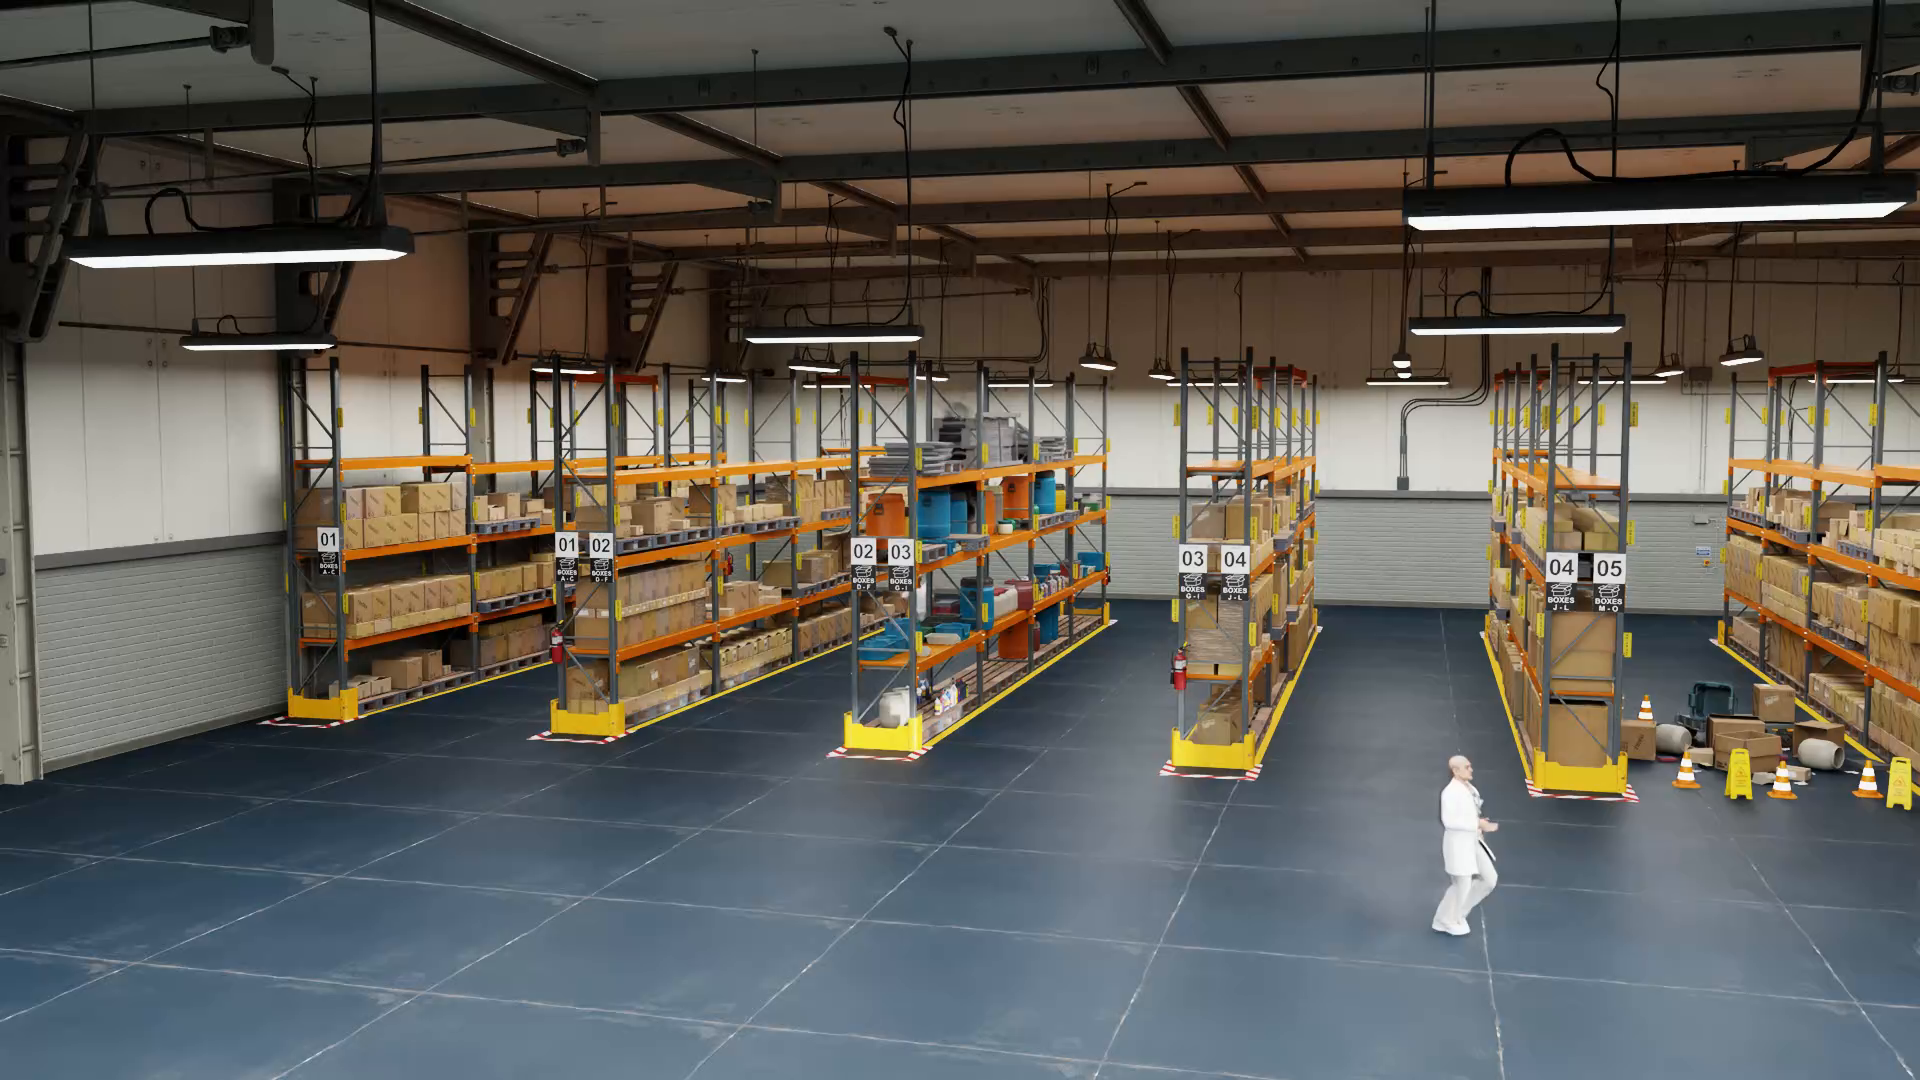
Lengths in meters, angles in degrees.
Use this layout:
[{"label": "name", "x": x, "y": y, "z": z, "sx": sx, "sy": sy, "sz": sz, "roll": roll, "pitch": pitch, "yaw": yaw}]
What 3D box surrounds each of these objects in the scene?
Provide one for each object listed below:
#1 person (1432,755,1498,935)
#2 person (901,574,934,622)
[{"label": "person", "x": 4.890, "y": 2.995, "z": 15.982, "sx": 0.676, "sy": 1.681, "sz": 0.694, "roll": 4, "pitch": 6, "yaw": 41}, {"label": "person", "x": -0.912, "y": 1.540, "z": 35.474, "sx": 0.702, "sy": 1.718, "sz": 0.625, "roll": 0, "pitch": 4, "yaw": 5}]
